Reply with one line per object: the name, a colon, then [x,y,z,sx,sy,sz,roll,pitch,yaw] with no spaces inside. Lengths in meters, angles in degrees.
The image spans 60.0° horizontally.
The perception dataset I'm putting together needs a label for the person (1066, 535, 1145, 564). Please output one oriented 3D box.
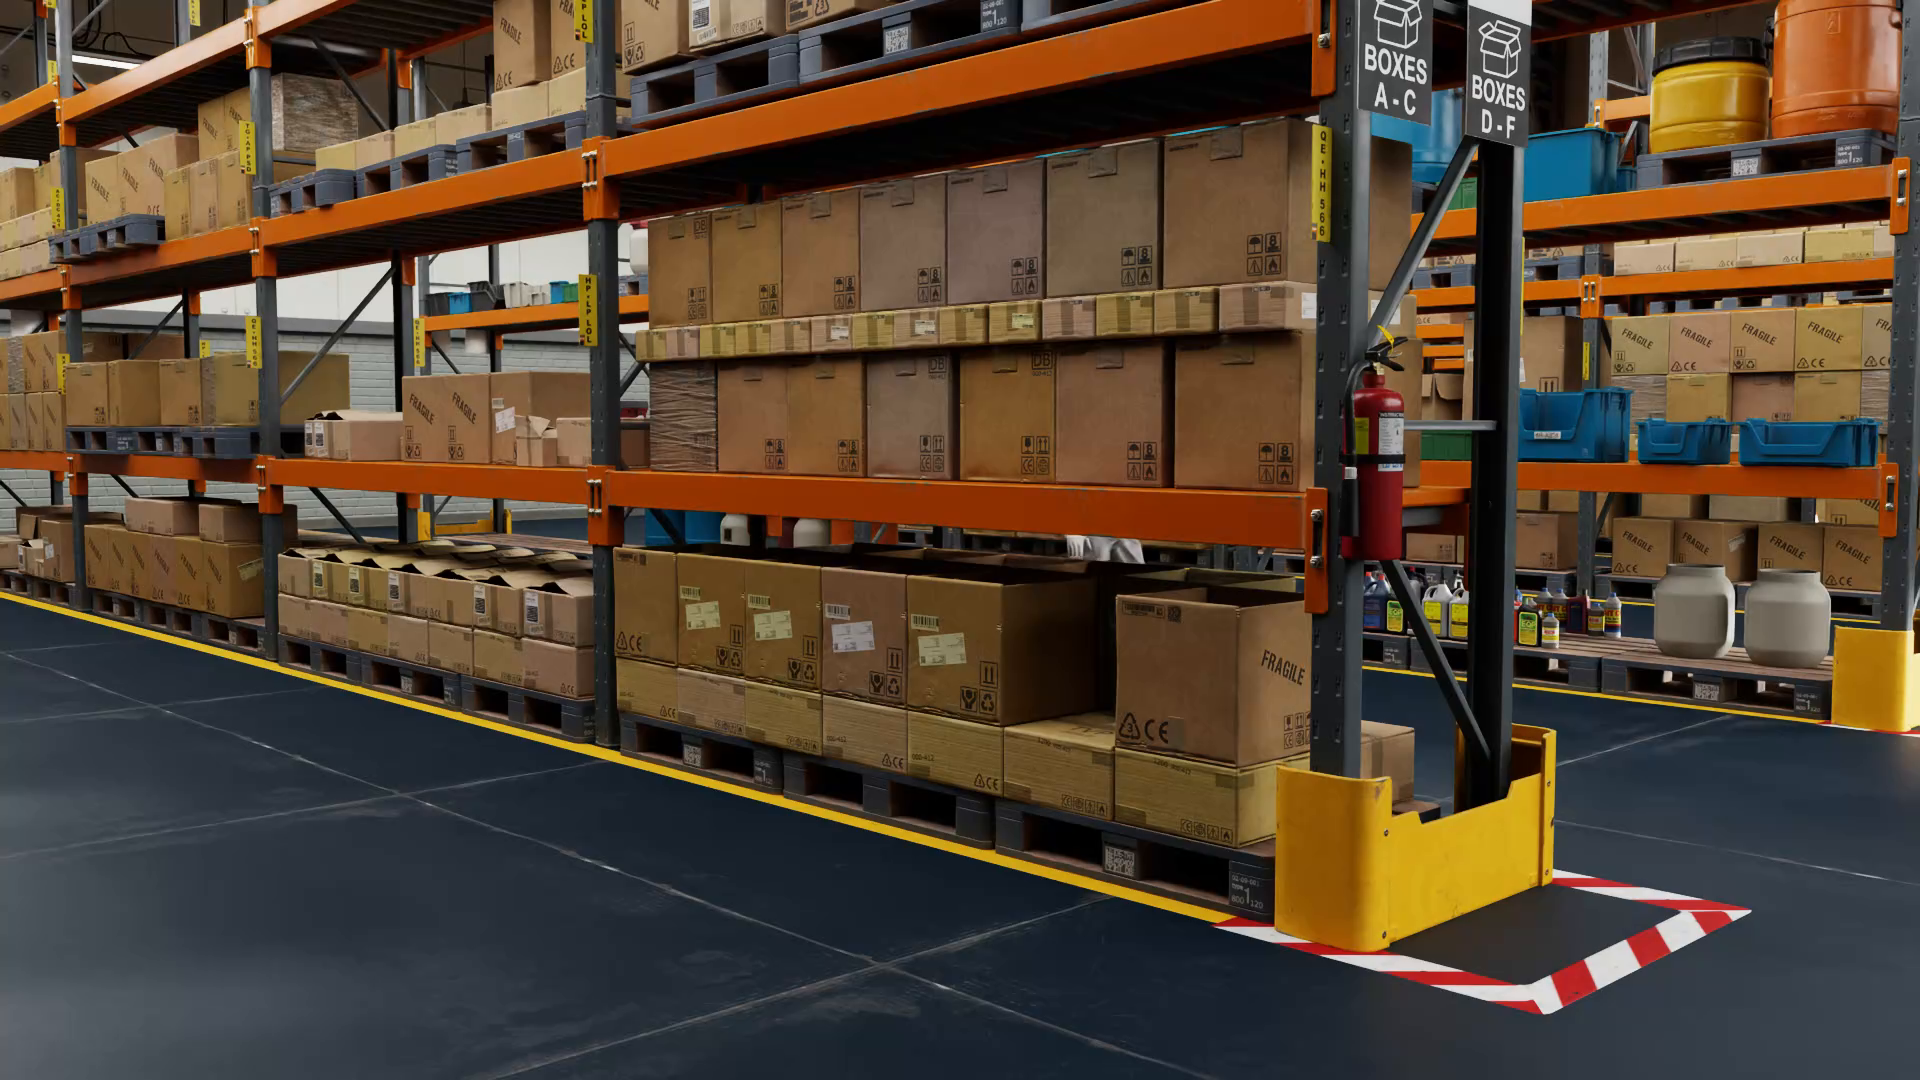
person: [0.823,-0.013,9.375,0.450,1.837,0.602,3,5,42]
